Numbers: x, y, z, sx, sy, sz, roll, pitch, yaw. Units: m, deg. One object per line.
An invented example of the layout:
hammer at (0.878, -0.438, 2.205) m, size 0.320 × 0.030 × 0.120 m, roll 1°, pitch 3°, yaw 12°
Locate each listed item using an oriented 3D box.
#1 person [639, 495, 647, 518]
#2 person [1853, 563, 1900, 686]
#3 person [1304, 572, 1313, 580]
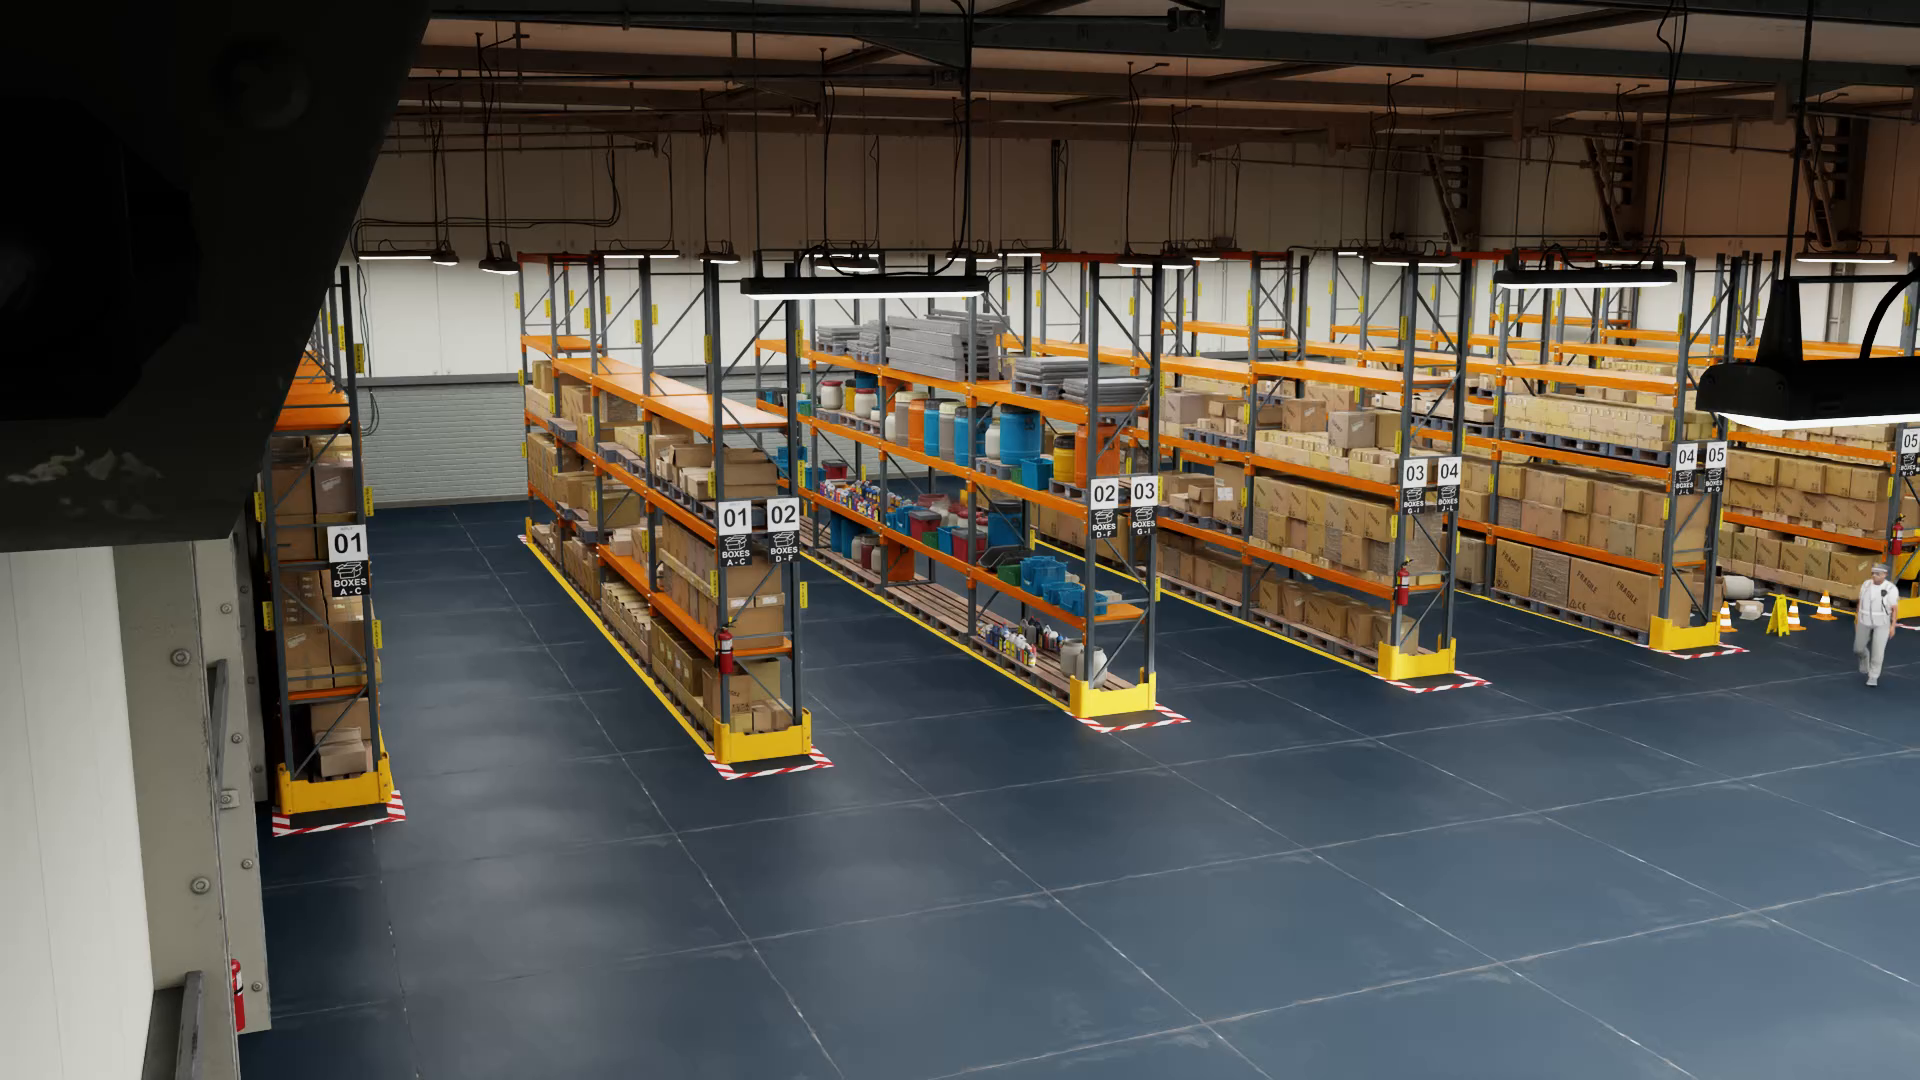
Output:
person at (-7.014, -1.167, 37.051) m, size 0.427 × 1.545 × 0.461 m, roll -5°, pitch 12°, yaw -26°
person at (13.088, 1.163, 23.737) m, size 0.533 × 1.738 × 0.791 m, roll 7°, pitch 13°, yaw 35°
person at (6.580, -0.212, 31.278) m, size 0.558 × 1.761 × 1.038 m, roll -2°, pitch 11°, yaw -13°
